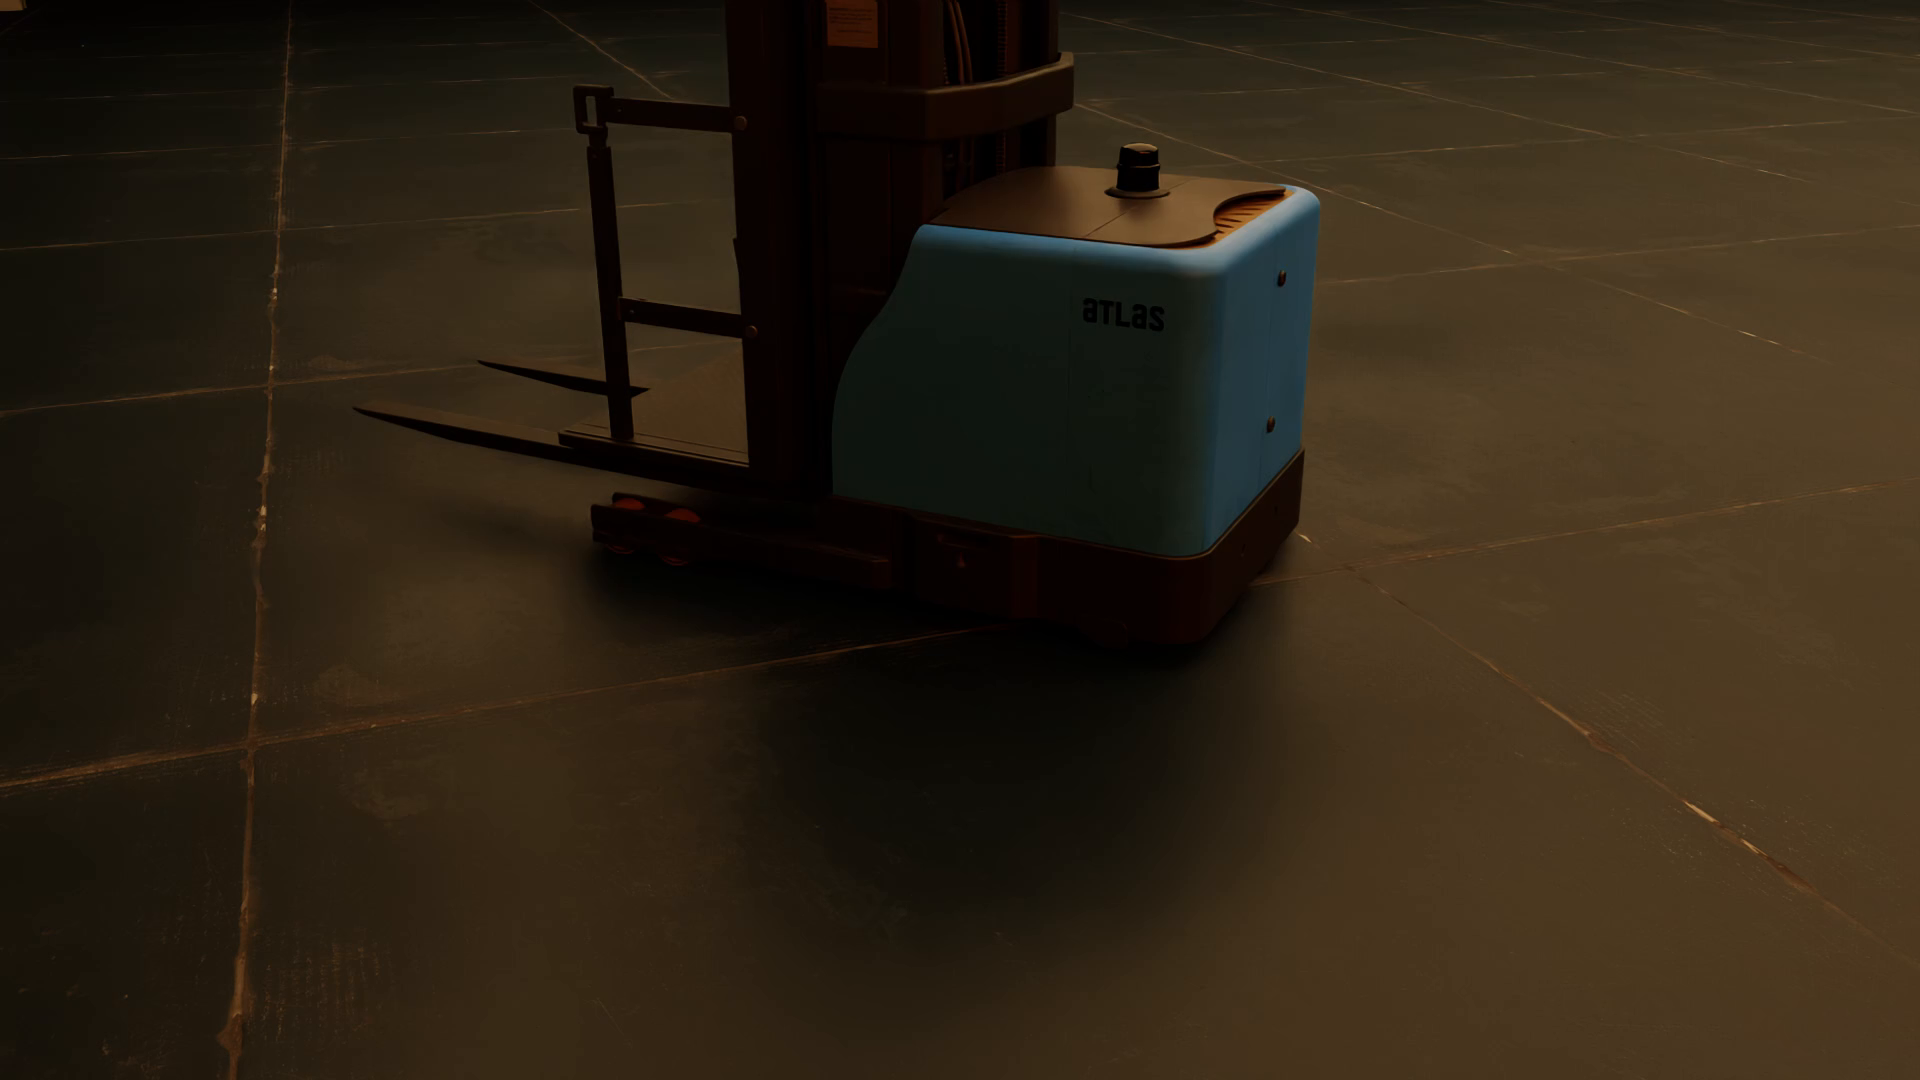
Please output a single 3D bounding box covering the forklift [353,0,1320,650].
[{"bbox_3d":[-0.529,-1.444,4.733,3.031,2.935,1.130,11,25,24],"label":"forklift"}]
